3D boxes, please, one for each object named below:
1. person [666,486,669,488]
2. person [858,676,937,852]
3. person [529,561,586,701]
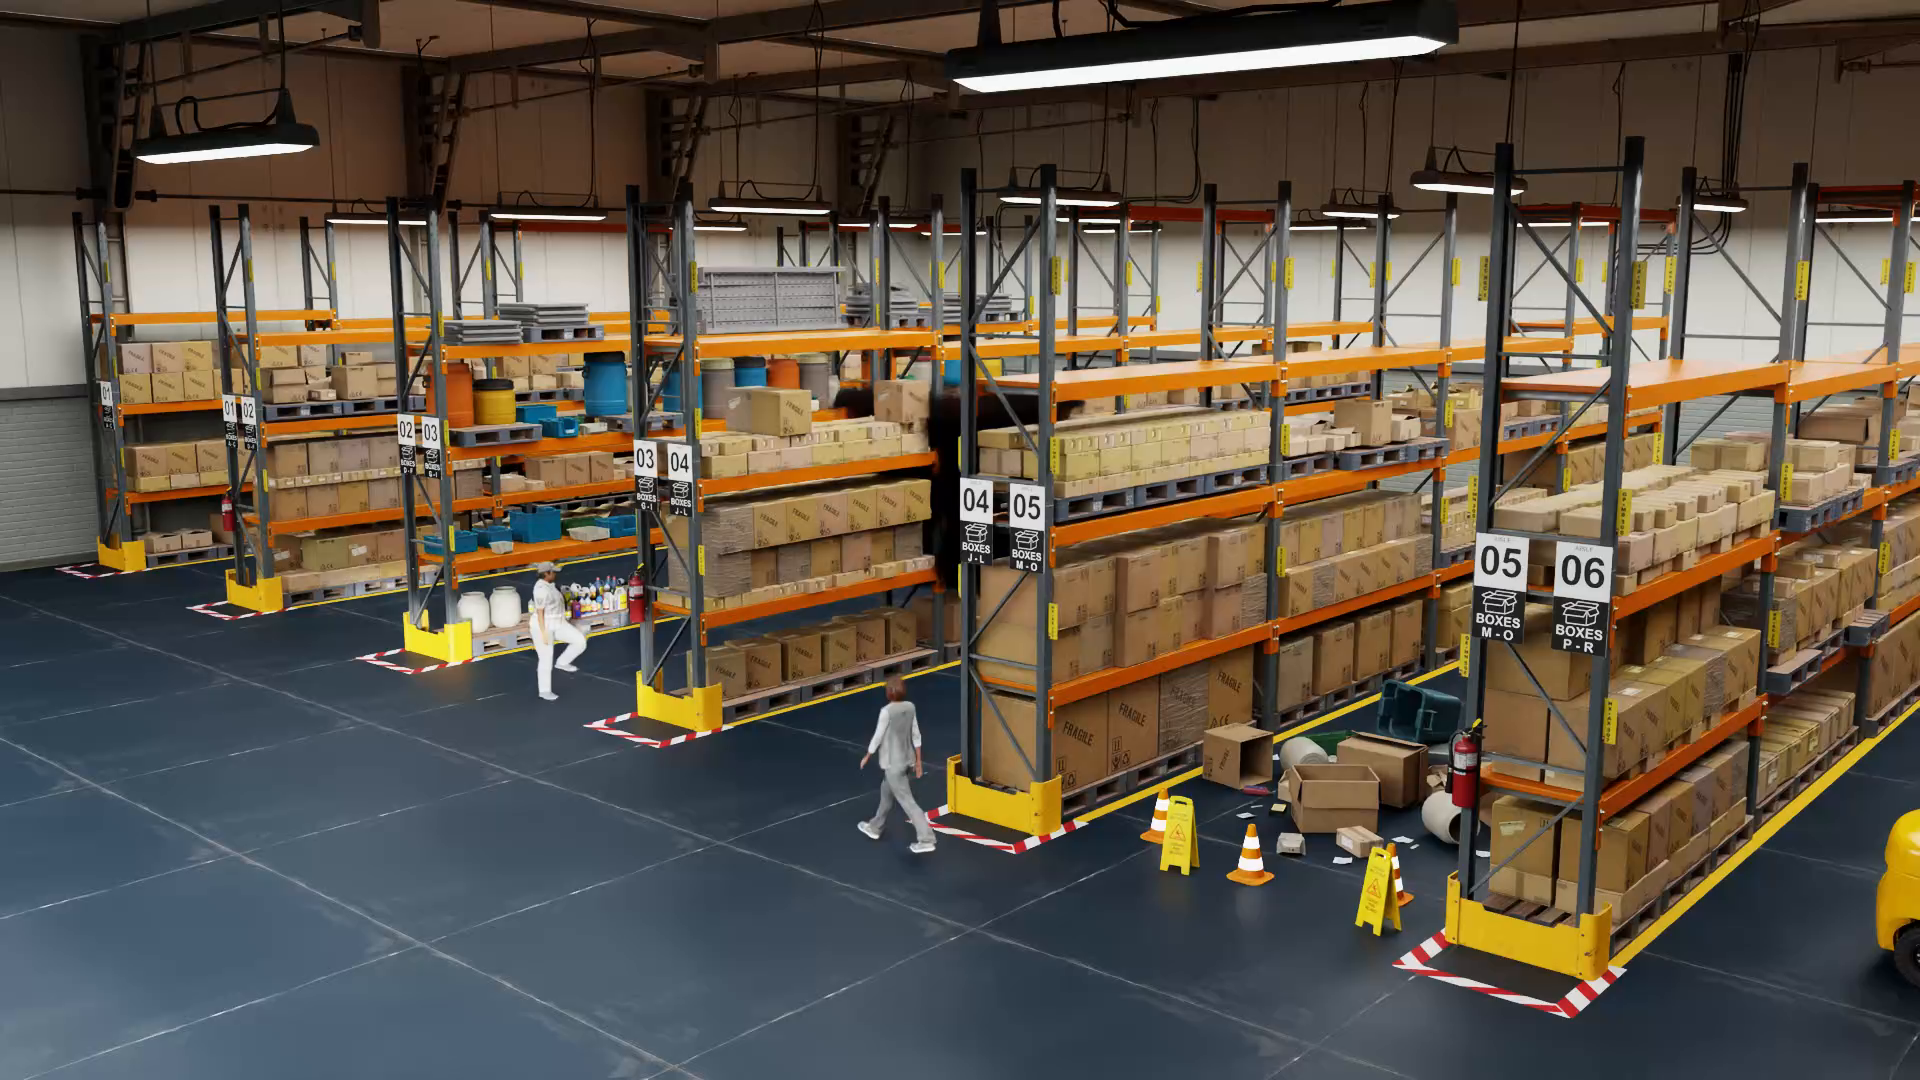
[{"bbox_3d":[-5.928,-1.293,33.636,0.474,1.741,0.975,8,12,38],"label":"person"},{"bbox_3d":[-0.590,1.979,14.709,0.949,1.511,0.388,6,11,30],"label":"person"},{"bbox_3d":[-4.837,1.075,19.886,0.573,1.662,0.548,3,10,18],"label":"person"}]
